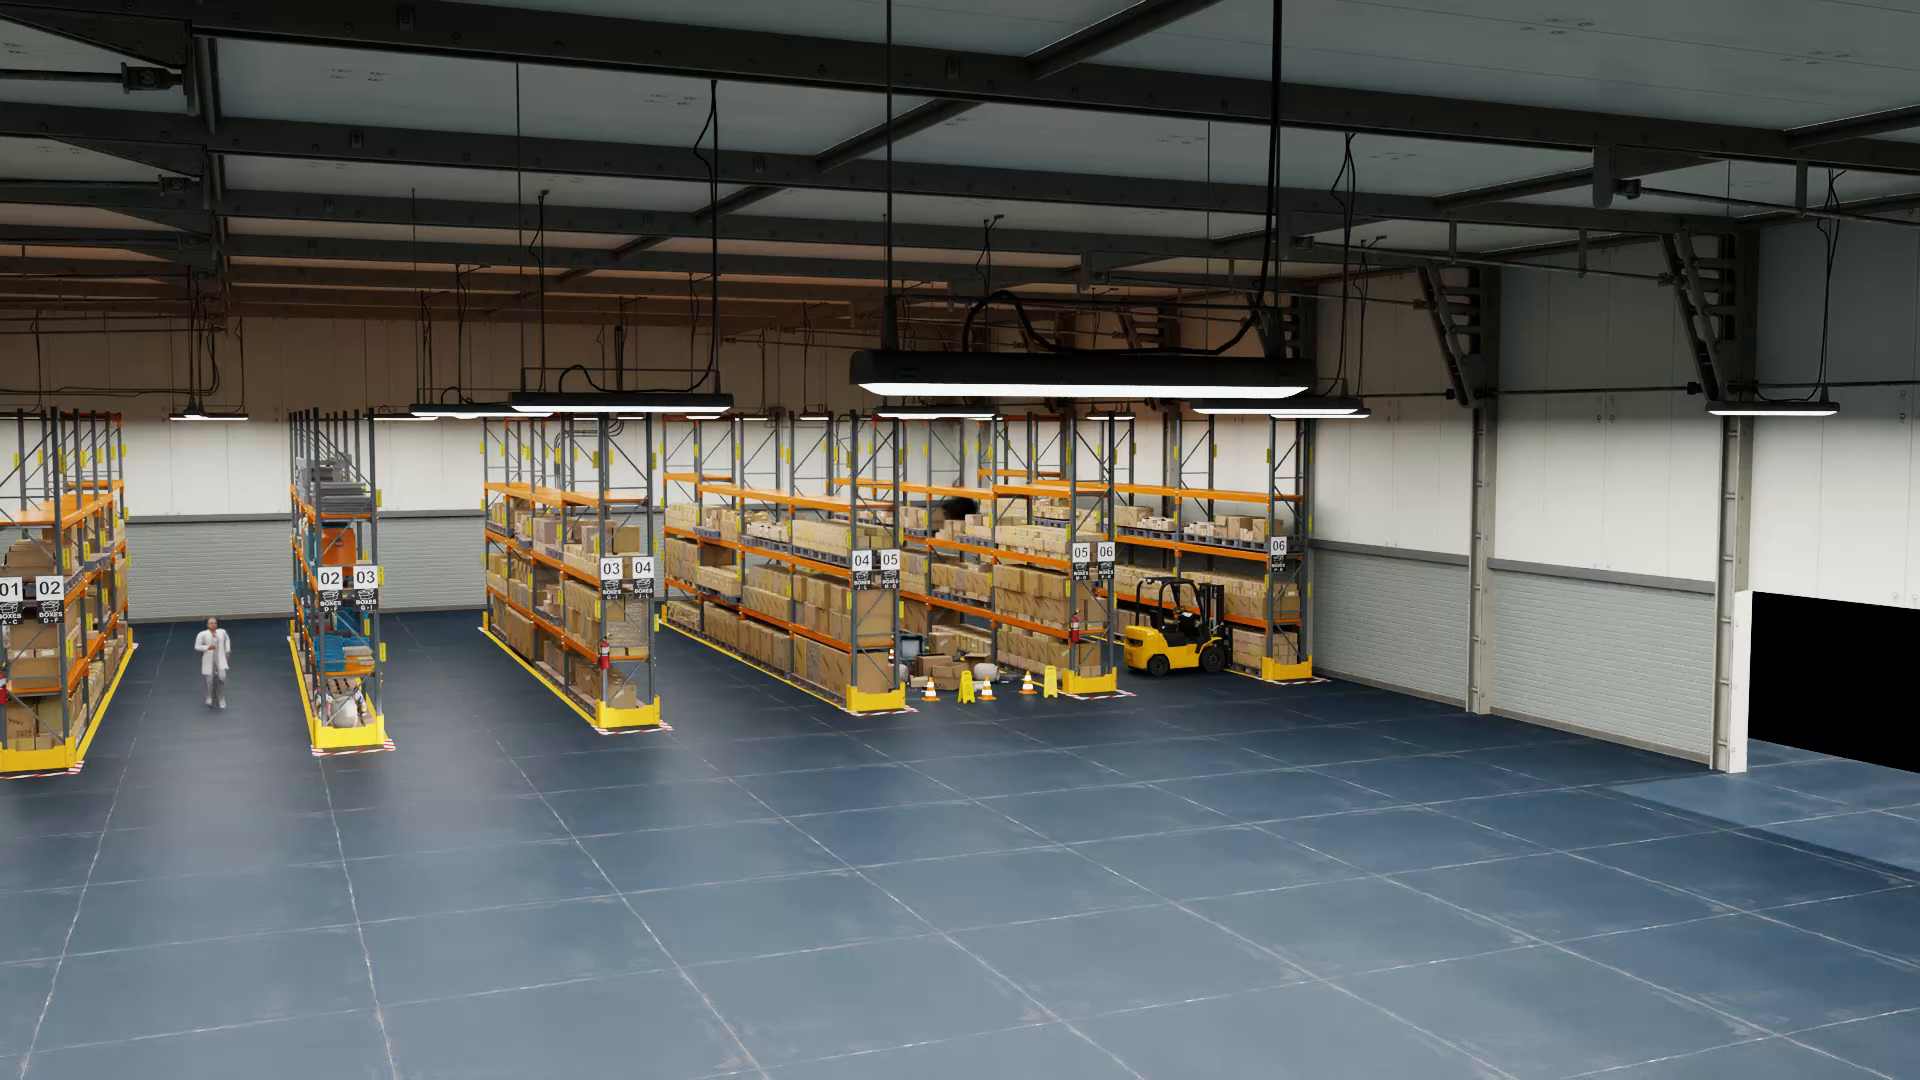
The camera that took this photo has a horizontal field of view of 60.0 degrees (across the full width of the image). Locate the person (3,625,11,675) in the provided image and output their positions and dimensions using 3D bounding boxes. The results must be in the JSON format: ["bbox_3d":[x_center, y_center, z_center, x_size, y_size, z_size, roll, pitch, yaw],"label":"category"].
[{"bbox_3d":[-20.941,2.373,36.434,0.578,1.684,1.048,-2,4,-22],"label":"person"}]

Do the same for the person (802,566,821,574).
[{"bbox_3d":[-4.630,1.265,51.026,0.909,1.776,0.693,-3,5,-36],"label":"person"}]

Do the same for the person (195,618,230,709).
[{"bbox_3d":[-15.049,2.493,33.518,0.708,1.856,0.840,-3,5,-35],"label":"person"}]
